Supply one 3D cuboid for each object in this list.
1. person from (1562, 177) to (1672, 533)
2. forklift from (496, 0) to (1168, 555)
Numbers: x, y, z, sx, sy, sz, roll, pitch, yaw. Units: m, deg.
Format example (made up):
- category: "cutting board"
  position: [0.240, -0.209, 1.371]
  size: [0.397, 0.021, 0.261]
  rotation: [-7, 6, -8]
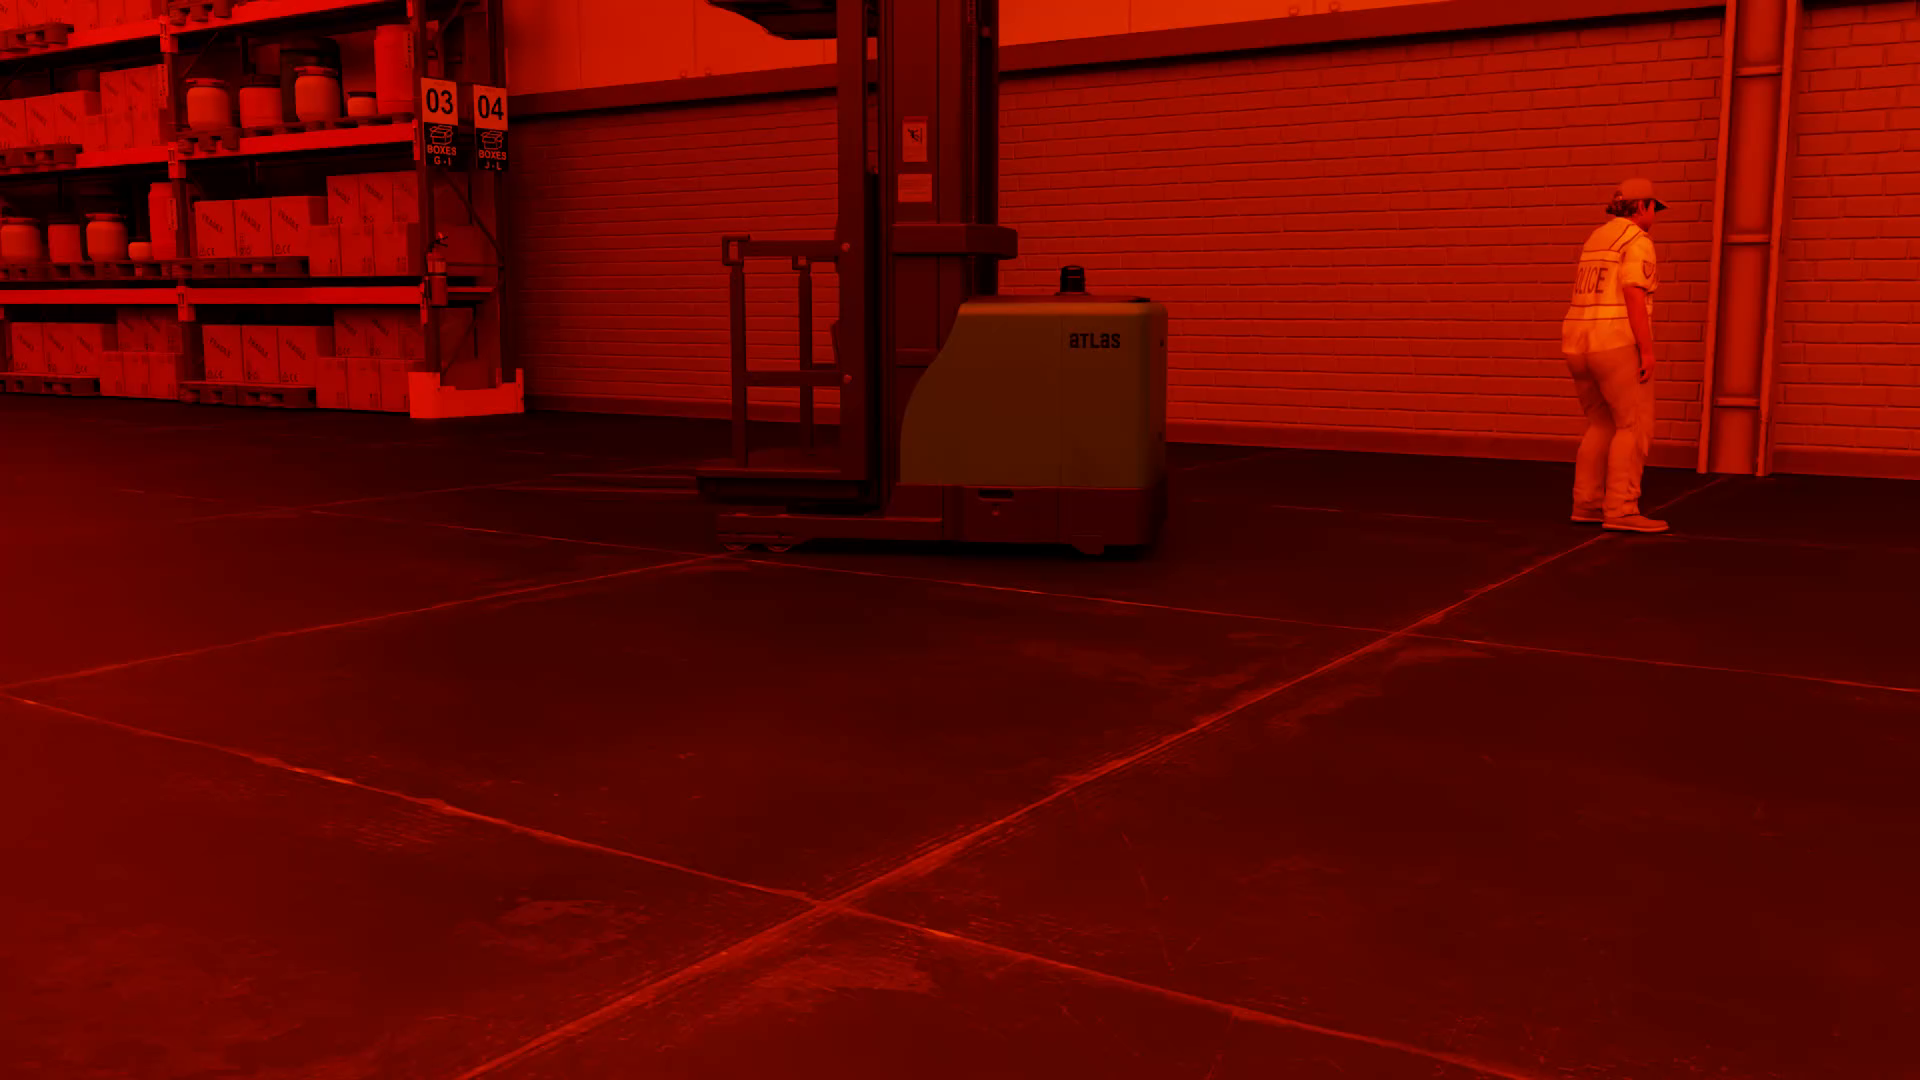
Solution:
- category: "person"
  position: [3.158, -0.889, 7.955]
  size: [0.470, 1.664, 0.549]
  rotation: [-1, 8, -9]
- category: "forklift"
  position: [-0.596, -1.469, 7.520]
  size: [3.031, 2.935, 1.130]
  rotation: [2, 8, 12]
